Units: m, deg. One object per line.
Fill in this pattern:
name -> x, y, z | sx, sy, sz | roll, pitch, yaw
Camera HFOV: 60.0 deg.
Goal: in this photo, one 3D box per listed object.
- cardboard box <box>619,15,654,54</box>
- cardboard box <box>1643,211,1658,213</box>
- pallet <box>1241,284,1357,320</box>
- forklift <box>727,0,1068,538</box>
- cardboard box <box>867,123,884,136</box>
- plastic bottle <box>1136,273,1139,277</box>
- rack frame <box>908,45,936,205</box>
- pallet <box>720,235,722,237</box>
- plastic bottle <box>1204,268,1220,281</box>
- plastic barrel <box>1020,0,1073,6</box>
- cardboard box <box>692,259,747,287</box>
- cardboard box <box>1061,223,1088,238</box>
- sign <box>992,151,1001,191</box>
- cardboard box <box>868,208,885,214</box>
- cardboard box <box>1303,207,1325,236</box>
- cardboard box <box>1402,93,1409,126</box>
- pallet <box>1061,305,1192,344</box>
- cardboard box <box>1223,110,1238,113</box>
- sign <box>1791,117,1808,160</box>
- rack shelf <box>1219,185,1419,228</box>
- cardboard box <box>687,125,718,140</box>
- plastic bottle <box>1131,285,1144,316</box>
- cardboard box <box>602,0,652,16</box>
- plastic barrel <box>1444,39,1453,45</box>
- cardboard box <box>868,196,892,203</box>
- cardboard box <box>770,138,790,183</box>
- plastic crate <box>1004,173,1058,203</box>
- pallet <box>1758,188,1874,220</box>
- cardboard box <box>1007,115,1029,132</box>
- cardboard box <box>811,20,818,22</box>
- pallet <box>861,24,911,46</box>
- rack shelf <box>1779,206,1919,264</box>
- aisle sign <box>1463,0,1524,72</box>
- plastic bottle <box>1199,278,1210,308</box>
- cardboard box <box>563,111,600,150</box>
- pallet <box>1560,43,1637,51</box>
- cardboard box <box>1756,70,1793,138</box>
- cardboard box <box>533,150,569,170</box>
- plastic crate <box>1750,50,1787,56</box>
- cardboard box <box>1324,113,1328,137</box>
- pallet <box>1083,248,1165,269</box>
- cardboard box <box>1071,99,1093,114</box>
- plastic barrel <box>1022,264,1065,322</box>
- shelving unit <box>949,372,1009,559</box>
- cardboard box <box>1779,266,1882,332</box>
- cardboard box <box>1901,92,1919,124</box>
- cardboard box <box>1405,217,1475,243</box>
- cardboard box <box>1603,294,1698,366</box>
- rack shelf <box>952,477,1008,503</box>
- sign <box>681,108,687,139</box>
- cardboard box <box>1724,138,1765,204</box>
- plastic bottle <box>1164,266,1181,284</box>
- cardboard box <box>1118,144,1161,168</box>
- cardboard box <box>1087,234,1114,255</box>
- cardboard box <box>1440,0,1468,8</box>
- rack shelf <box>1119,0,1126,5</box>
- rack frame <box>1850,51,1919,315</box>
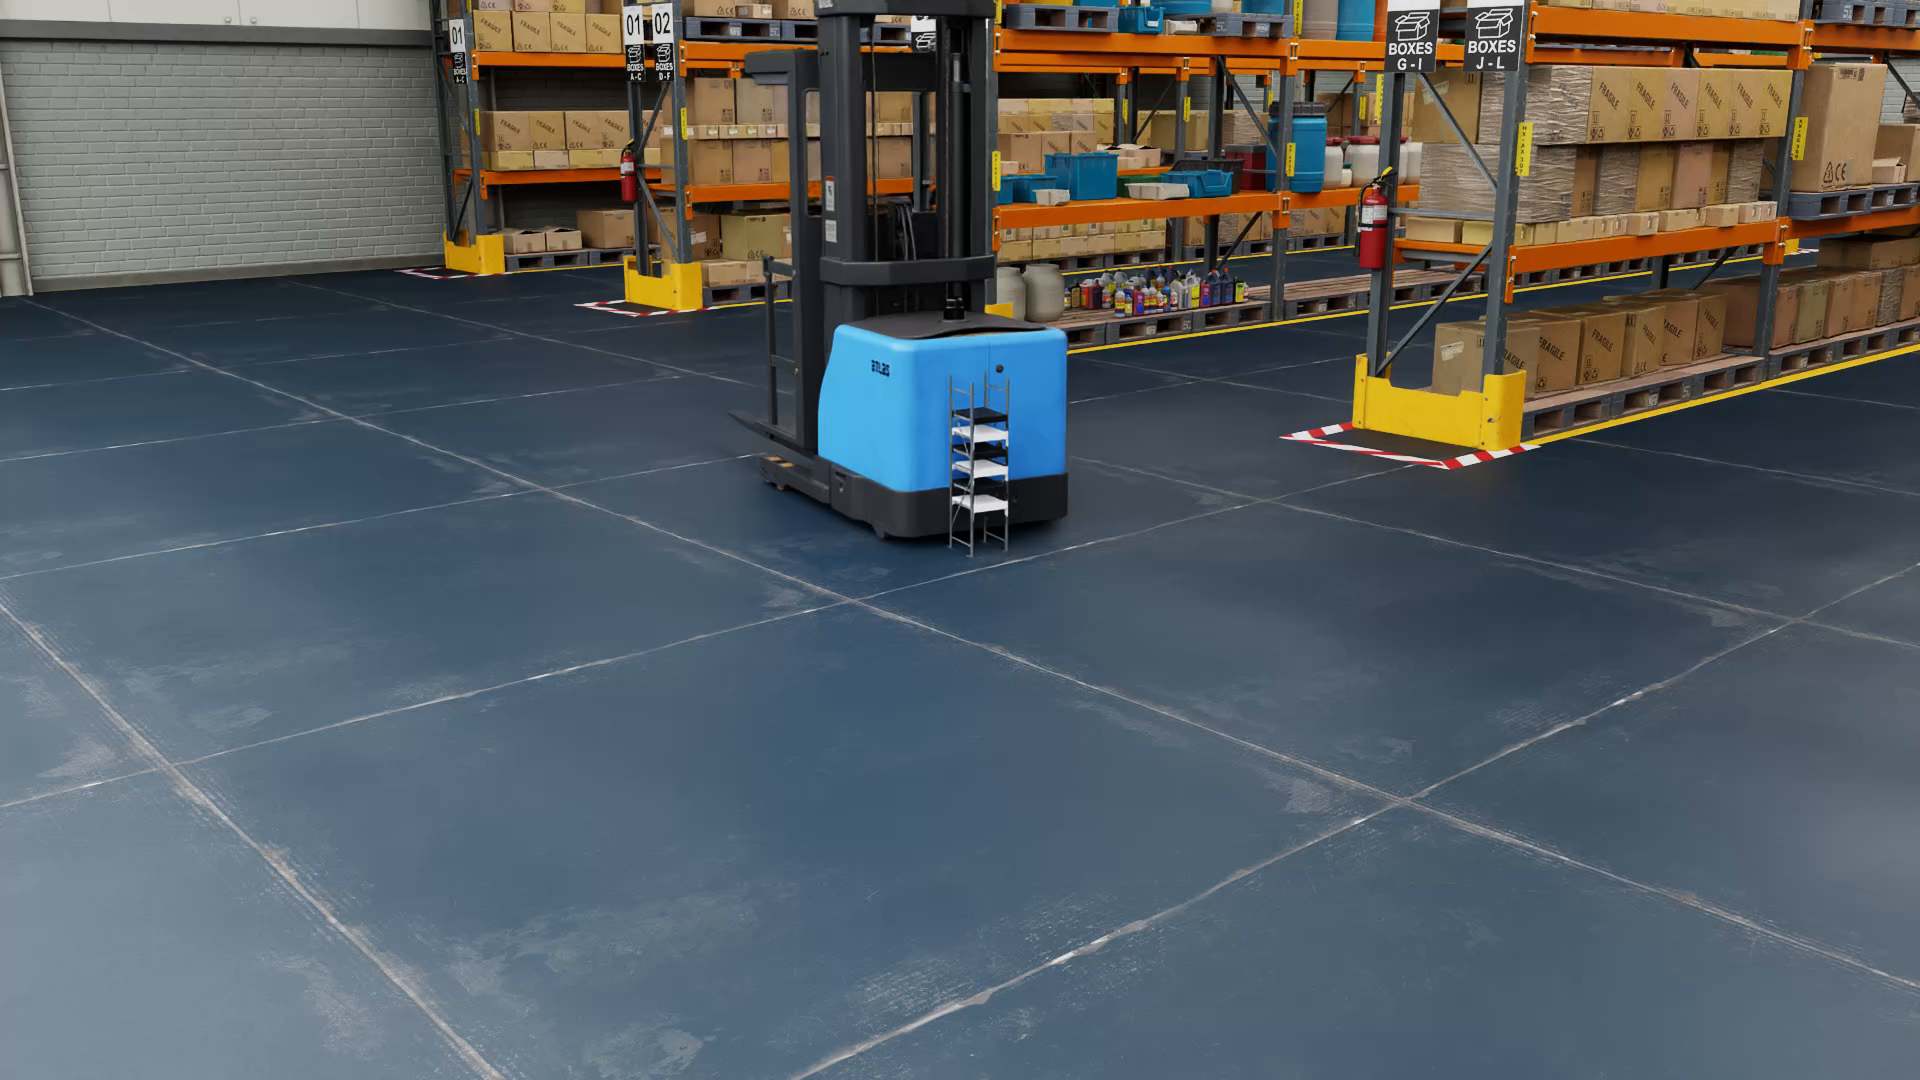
cardboard box -> -4.536, -6.917, 22.787 | 0.500, 0.500, 0.500 | -14, 20, -41
cardboard box -> 4.871, -2.341, 12.188 | 0.250, 0.149, 0.380 | -13, 19, -39
pallet -> 3.536, -2.592, 18.046 | 1.213, 0.211, 1.003 | -13, 19, -39
forklift -> -0.555, -1.757, 9.649 | 1.130, 2.935, 3.031 | -8, 17, -27
cardboard box -> -1.113, -4.866, 19.703 | 0.250, 0.149, 0.380 | -13, 20, -40
plastic bottle -> 1.793, -2.591, 17.050 | 0.133, 0.283, 0.061 | -12, 19, -37
rack frame -> -0.280, -4.764, 20.772 | 0.127, 3.000, 1.000 | -13, 19, -39
pallet -> -2.948, -4.513, 25.235 | 1.213, 0.211, 1.003 | -13, 19, -39
plastic bottle -> 2.578, -2.595, 16.931 | 0.185, 0.351, 0.144 | -13, 19, -39
plastic barrel -> 0.728, -5.082, 14.973 | 0.600, 0.588, 0.600 | 0, 15, 0
cardboard box -> -2.747, -3.008, 18.714 | 0.500, 0.250, 0.500 | -13, 19, -39
cardboard box -> 1.355, -4.191, 22.057 | 0.500, 0.311, 0.500 | -12, 19, -38
sign -> 0.309, -3.147, 14.183 | 0.005, 0.325, 0.100 | -13, 19, -39
cardboard box -> -1.246, -3.712, 19.894 | 0.500, 0.500, 0.500 | -13, 19, -39
cardboard box -> 5.193, -4.902, 25.282 | 0.500, 0.500, 0.500 | -13, 19, -39
cardboard box -> 6.684, -6.763, 26.125 | 0.500, 0.500, 0.500 | -13, 20, -41
pallet -> 1.514, -2.138, 16.346 | 1.213, 0.211, 1.003 | -13, 19, -39
cardboard box -> 4.599, -7.692, 31.152 | 0.700, 0.700, 0.980 | -13, 20, -40
sign -> 6.582, -3.149, 13.047 | 0.005, 0.325, 0.100 | -13, 19, -39
rack shelf -> 4.478, -3.790, 18.521 | 4.000, 0.370, 1.077 | -13, 19, -39
cardboard box -> -2.860, -4.472, 18.231 | 0.250, 0.149, 0.380 | -13, 20, -40
plastic bottle -> 1.707, -2.303, 15.970 | 0.133, 0.283, 0.061 | -12, 19, -38
cardboard box -> -4.528, -7.395, 22.639 | 0.500, 0.500, 0.500 | -14, 20, -41
plastic barrel -> 5.551, -5.987, 19.321 | 0.421, 0.512, 0.421 | 0, 15, 0
cardboard box -> -1.491, -5.213, 26.446 | 0.500, 0.500, 0.700 | -13, 20, -39
cardboard box -> -2.165, -4.384, 19.156 | 0.500, 0.500, 0.700 | -12, 19, -39
plastic crate -> 0.626, -3.301, 15.585 | 0.408, 0.251, 0.499 | -13, 19, -39
pallet -> 6.892, -2.843, 13.953 | 1.213, 0.211, 1.003 | -13, 19, -39
cardboard box -> 0.794, -6.810, 27.624 | 0.500, 0.500, 0.500 | -13, 20, -40
cardboard box -> -1.605, -6.279, 19.347 | 0.637, 0.503, 0.797 | -10, 18, -33
pallet -> -0.906, -6.021, 19.837 | 1.213, 0.211, 1.003 | -13, 19, -39
rack shelf -> 7.729, -2.826, 14.911 | 4.000, 0.370, 1.077 | -13, 19, -39
aisle sign -> 3.353, -3.344, 10.420 | 0.004, 0.787, 0.394 | -13, 19, -39
plastic bottle -> 2.432, -2.466, 16.580 | 0.133, 0.283, 0.061 | -11, 19, -36
cardboard box -> -5.221, -5.540, 22.476 | 0.500, 0.500, 0.500 | -13, 20, -41
pallet -> 7.623, -6.168, 20.581 | 1.213, 0.211, 1.003 | -13, 19, -39
cardboard box -> 6.062, -3.380, 12.884 | 0.500, 0.500, 0.500 | -13, 19, -39
cardboard box -> -5.593, -5.099, 22.278 | 0.500, 0.250, 0.500 | -13, 20, -41
plastic crate -> 11.465, -6.956, 23.577 | 0.336, 0.188, 0.450 | -13, 19, -39
cardboard box -> 5.251, -6.334, 25.641 | 0.700, 0.500, 0.500 | 8, 17, 28
pallet -> 2.091, -3.962, 23.175 | 1.213, 0.211, 1.003 | -13, 19, -39
cardboard box -> 1.924, -7.433, 28.503 | 0.500, 0.250, 0.500 | -12, 19, -38
plastic barrel -> 0.776, -2.334, 15.681 | 0.421, 0.512, 0.421 | 0, 15, 0
shelving unit -> 0.095, -0.380, 8.430 | 0.210, 0.900, 0.258 | -8, 17, -28
cardboard box -> 7.912, -2.206, 15.187 | 0.500, 0.500, 0.700 | -11, 18, -35
cardboard box -> 9.800, -4.166, 16.396 | 0.637, 0.503, 0.797 | -12, 19, -38
cardboard box -> 3.282, -2.124, 11.377 | 0.250, 0.149, 0.380 | -13, 19, -39
cardboard box -> 5.465, -1.671, 13.225 | 0.500, 0.500, 0.500 | -6, 16, -22
rack shelf -> 0.095, -0.261, 8.461 | 0.200, 0.077, 0.258 | -8, 17, -28
sign -> -2.937, -4.434, 17.705 | 0.005, 0.325, 0.100 | -13, 19, -39
cardboard box -> 5.840, -2.963, 13.258 | 0.500, 0.500, 0.875 | -13, 19, -39
plastic bottle -> 2.182, -2.648, 17.130 | 0.185, 0.351, 0.144 | -13, 19, -39
cardboard box -> 2.435, -5.345, 23.122 | 0.500, 0.311, 0.500 | -11, 19, -36
cardboard box -> 1.733, -4.007, 22.452 | 0.500, 0.250, 0.500 | -12, 19, -38
cardboard box -> 3.400, -3.665, 11.136 | 0.500, 0.250, 0.500 | -12, 19, -38
rack shelf -> 0.992, -9.102, 27.556 | 4.000, 0.370, 1.077 | -13, 19, -39
rack frame -> 9.238, -3.512, 16.087 | 0.127, 3.000, 1.000 | -13, 19, -39
